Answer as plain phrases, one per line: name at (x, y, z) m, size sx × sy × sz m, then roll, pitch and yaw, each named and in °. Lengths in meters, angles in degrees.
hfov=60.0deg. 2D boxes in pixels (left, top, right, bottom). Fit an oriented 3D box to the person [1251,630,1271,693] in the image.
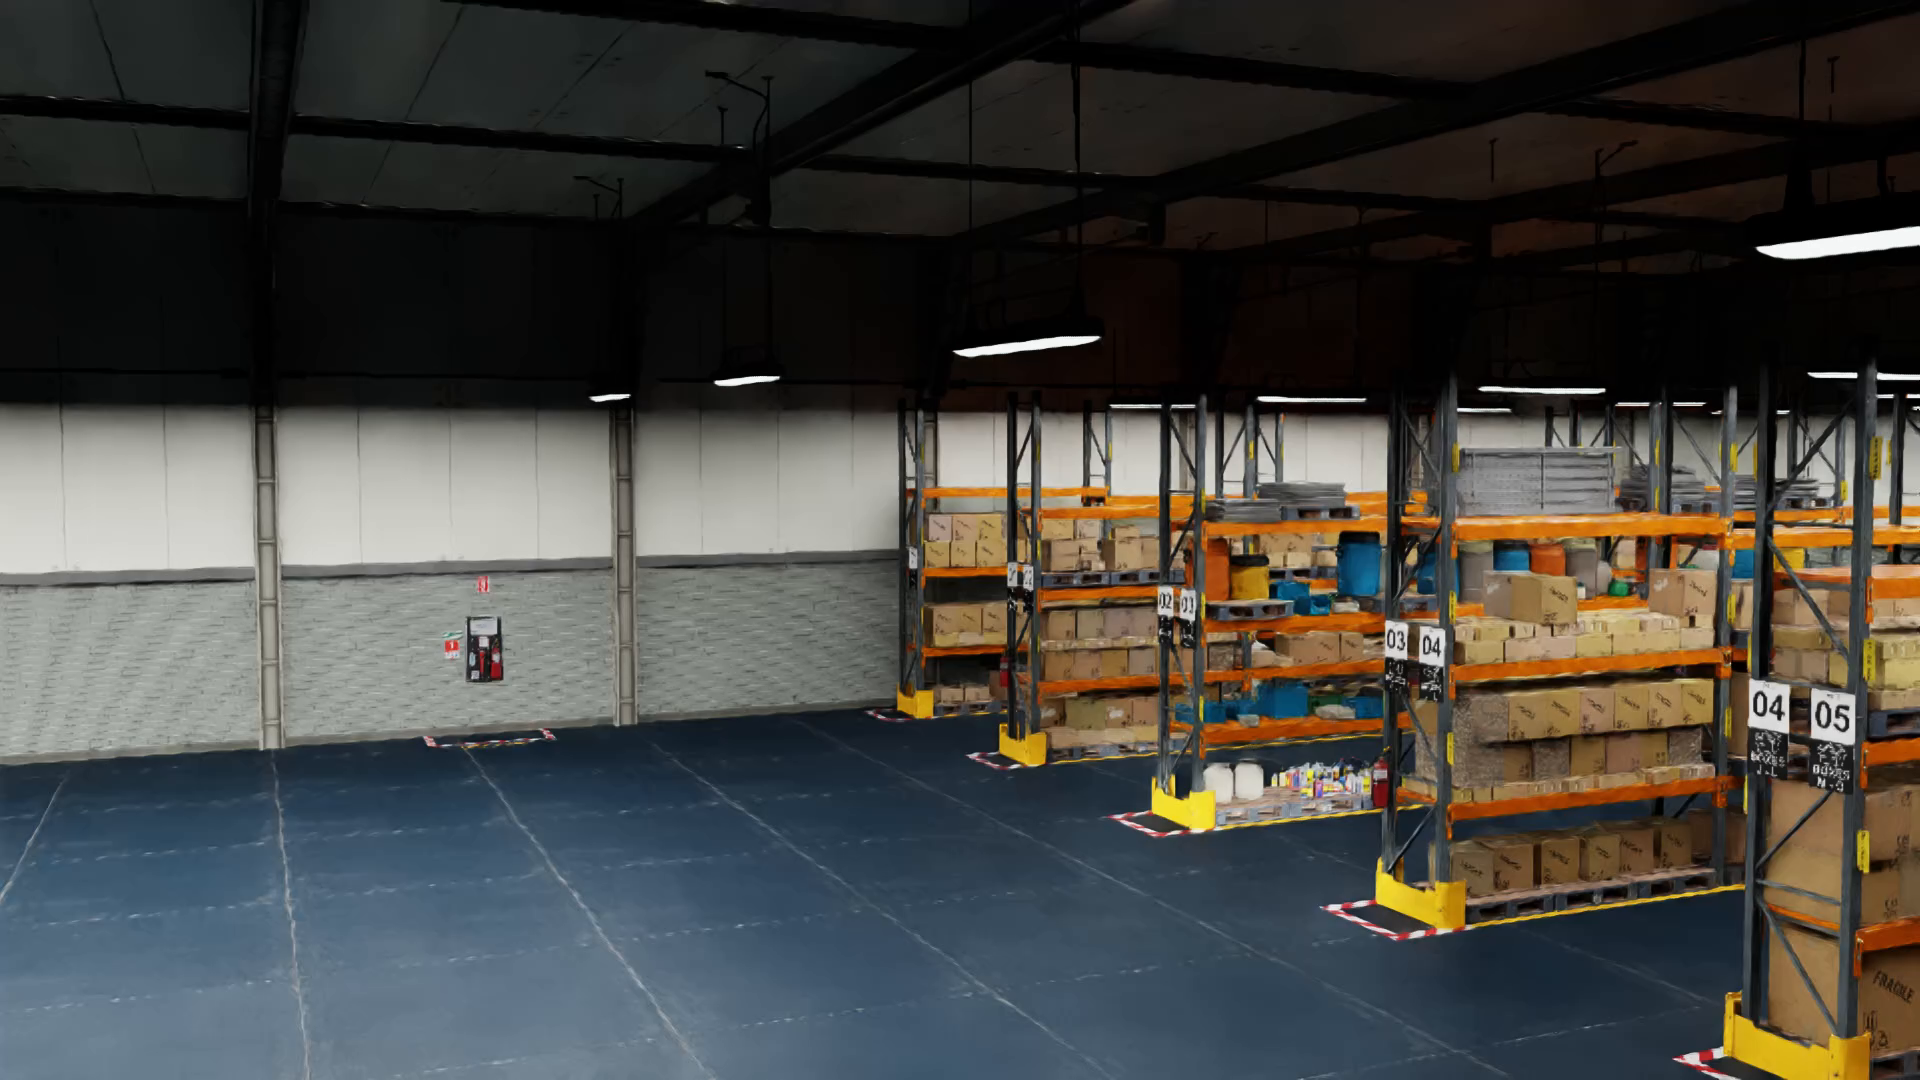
person at (5.451, 2.489, 30.861) m, size 1.194 × 1.698 × 0.598 m, roll -1°, pitch 4°, yaw -21°
